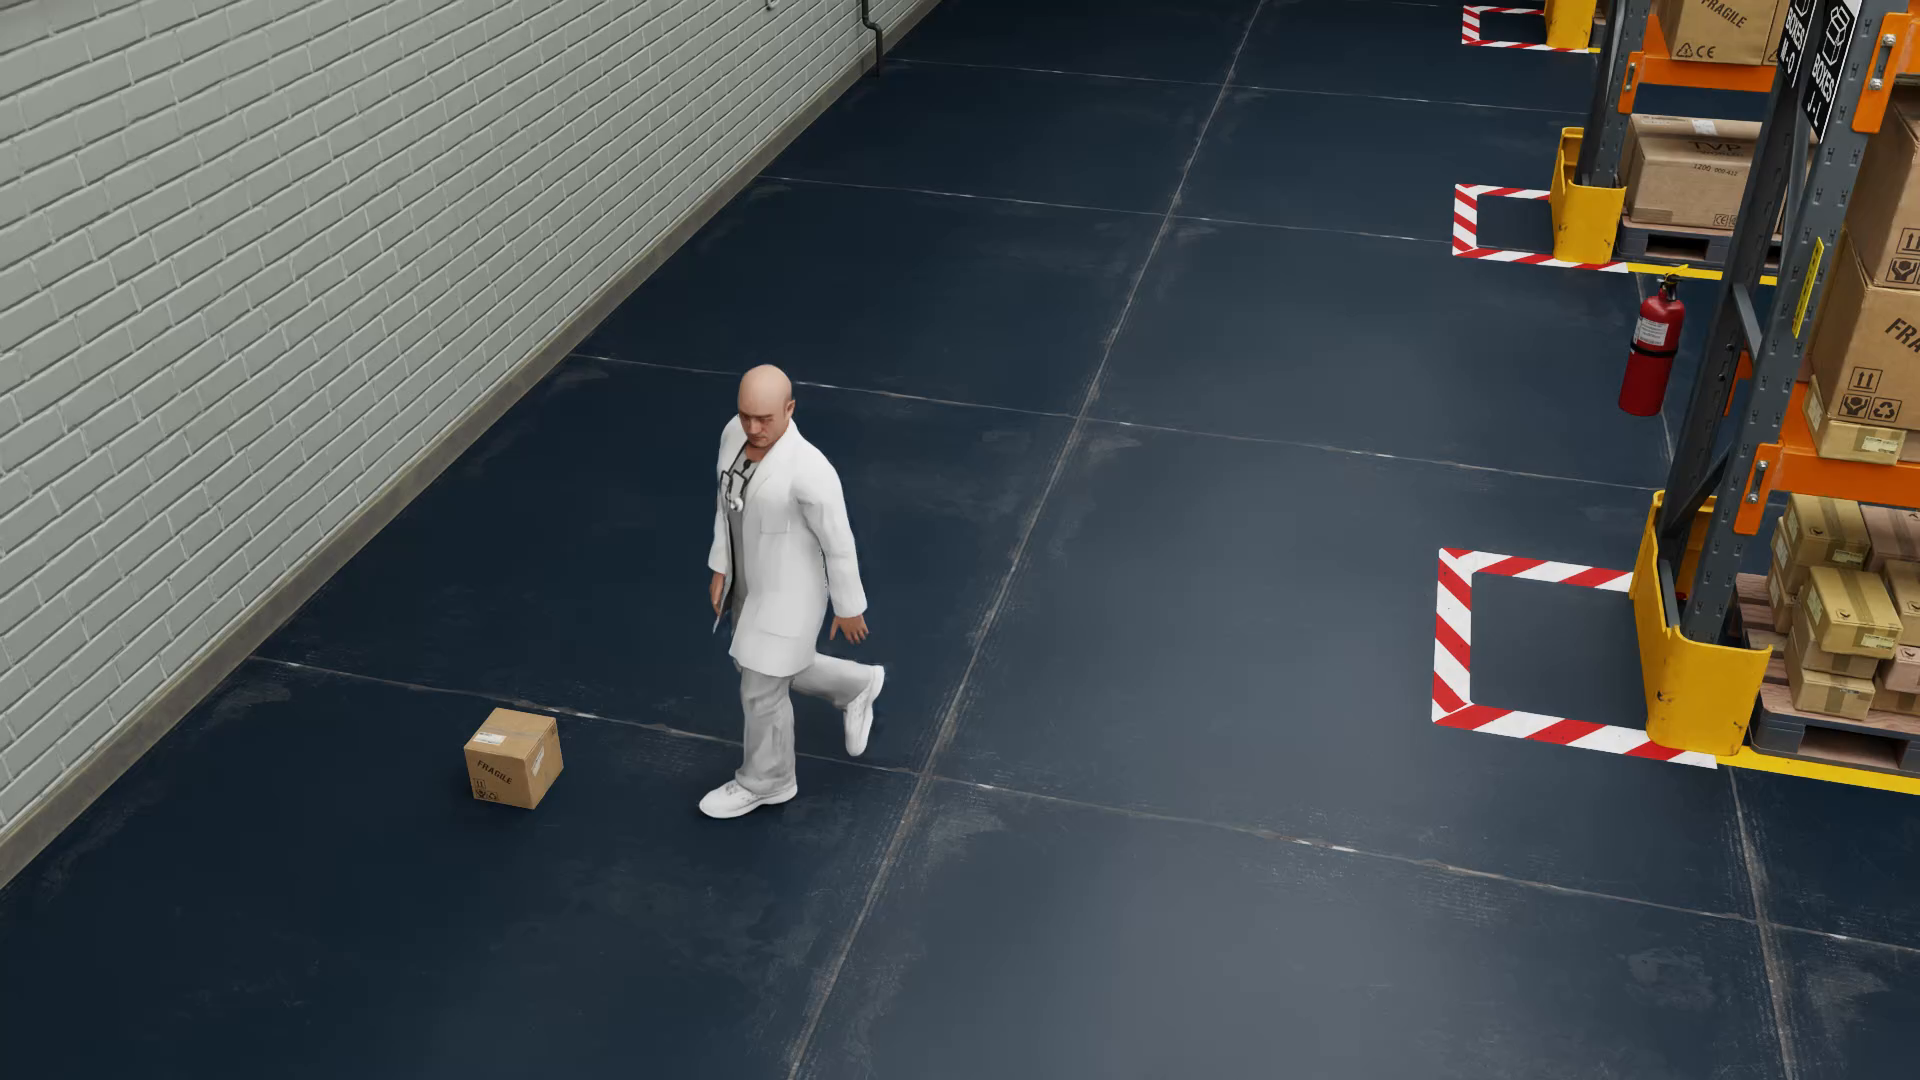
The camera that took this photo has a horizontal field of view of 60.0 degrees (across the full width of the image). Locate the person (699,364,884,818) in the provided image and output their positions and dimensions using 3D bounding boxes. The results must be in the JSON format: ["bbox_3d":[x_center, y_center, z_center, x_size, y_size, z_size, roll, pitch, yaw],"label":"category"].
[{"bbox_3d":[-0.610,0.231,5.913,0.817,1.622,0.576,-18,37,-26],"label":"person"}]
